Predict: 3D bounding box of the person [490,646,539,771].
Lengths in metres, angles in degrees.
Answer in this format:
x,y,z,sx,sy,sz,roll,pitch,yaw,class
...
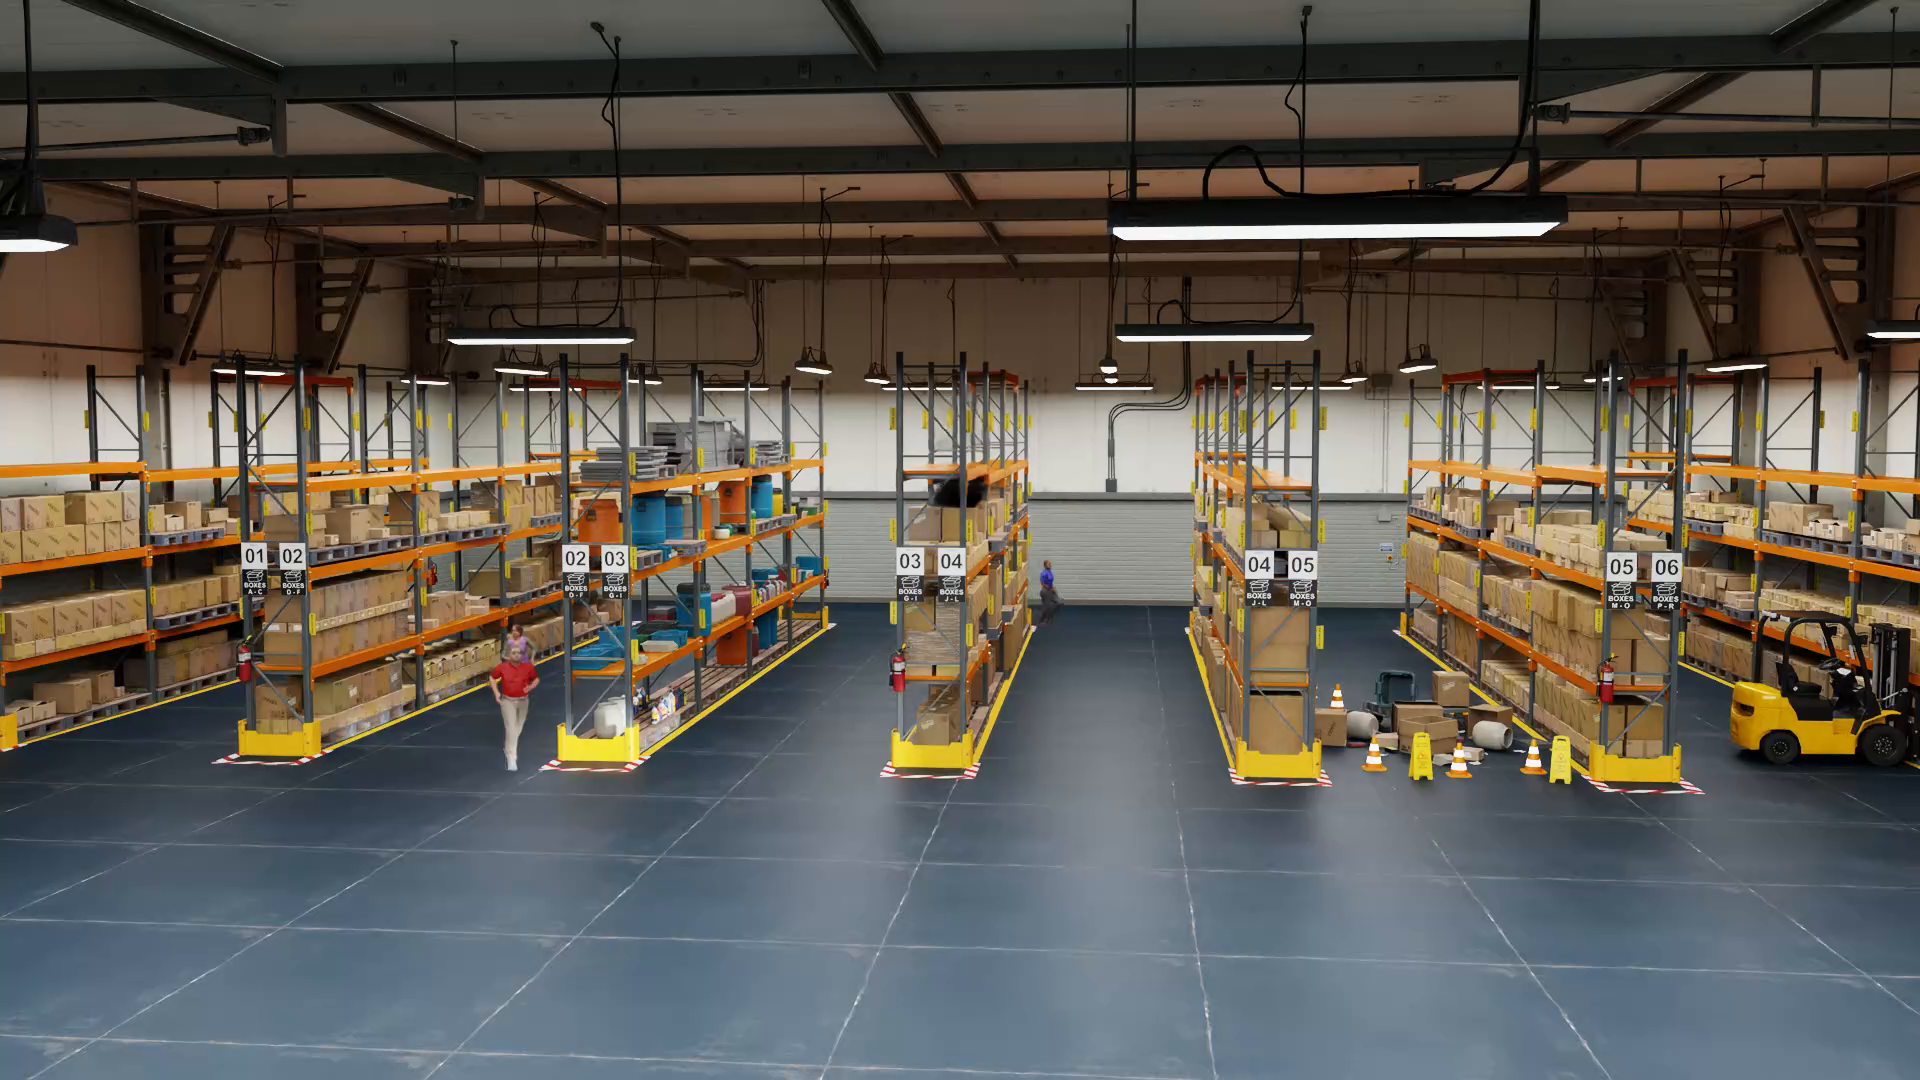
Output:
x,y,z,sx,sy,sz,roll,pitch,yaw,class
-6.463,2.414,24.218,0.677,1.760,0.816,-3,5,-32,person

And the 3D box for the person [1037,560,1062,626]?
x,y,z,sx,sy,sz,roll,pitch,yaw,class
2.175,1.295,40.721,0.598,1.621,0.592,2,5,27,person

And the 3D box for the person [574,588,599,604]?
x,y,z,sx,sy,sz,roll,pitch,yaw,class
-9.509,1.099,42.167,0.976,1.823,0.680,1,4,19,person

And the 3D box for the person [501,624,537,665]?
x,y,z,sx,sy,sz,roll,pitch,yaw,class
-7.422,2.220,27.935,0.546,1.625,0.797,0,4,0,person
